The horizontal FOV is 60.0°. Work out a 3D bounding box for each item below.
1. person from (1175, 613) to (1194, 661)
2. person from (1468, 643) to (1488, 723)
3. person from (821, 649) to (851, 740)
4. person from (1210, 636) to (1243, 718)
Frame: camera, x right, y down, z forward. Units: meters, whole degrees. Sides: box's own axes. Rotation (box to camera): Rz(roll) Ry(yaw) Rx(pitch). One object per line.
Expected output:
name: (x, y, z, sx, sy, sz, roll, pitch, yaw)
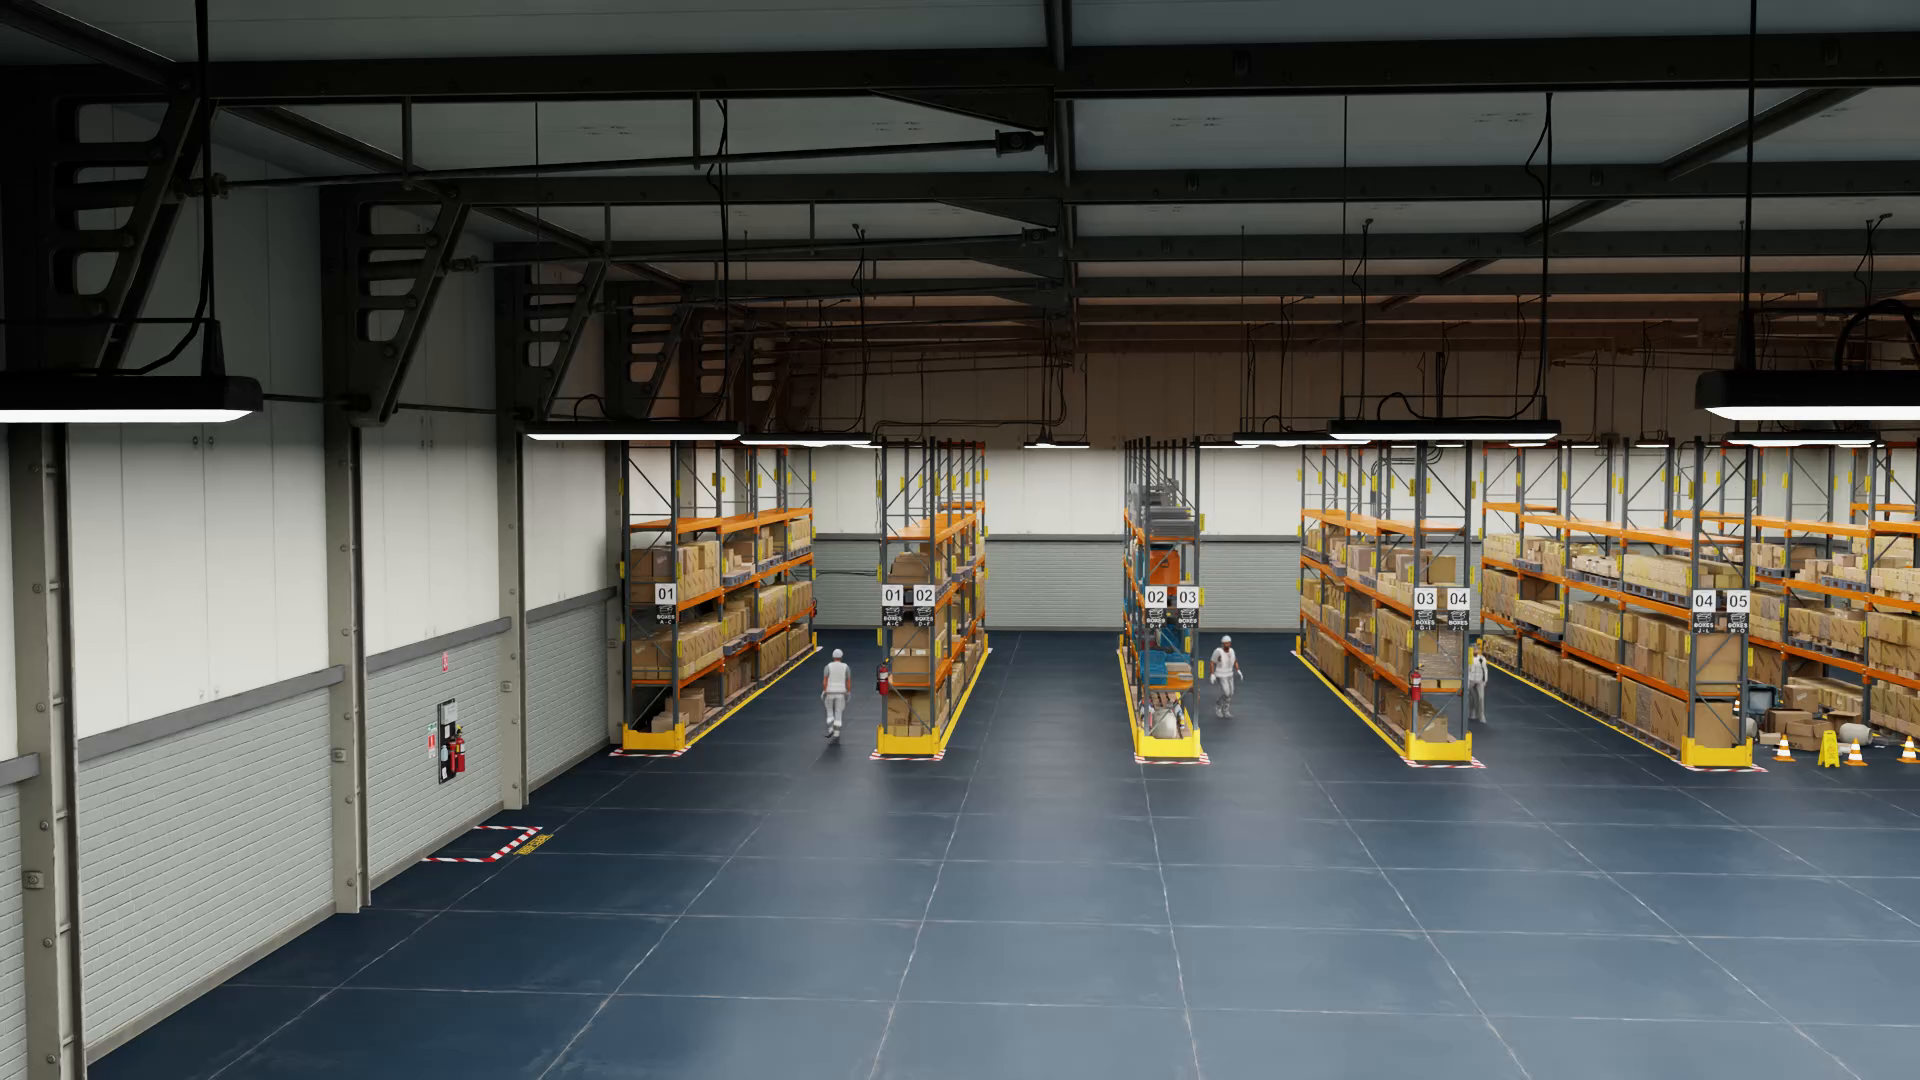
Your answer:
person: (6.069, 2.459, 45.012, 0.589, 1.724, 0.555, 1, 3, 15)
person: (10.910, 2.995, 35.208, 0.497, 1.637, 0.879, 1, 3, 18)
person: (-2.456, 3.073, 33.016, 0.583, 1.807, 0.542, 0, 3, -2)
person: (5.698, 2.937, 35.606, 0.705, 1.775, 0.532, -3, 4, -41)
